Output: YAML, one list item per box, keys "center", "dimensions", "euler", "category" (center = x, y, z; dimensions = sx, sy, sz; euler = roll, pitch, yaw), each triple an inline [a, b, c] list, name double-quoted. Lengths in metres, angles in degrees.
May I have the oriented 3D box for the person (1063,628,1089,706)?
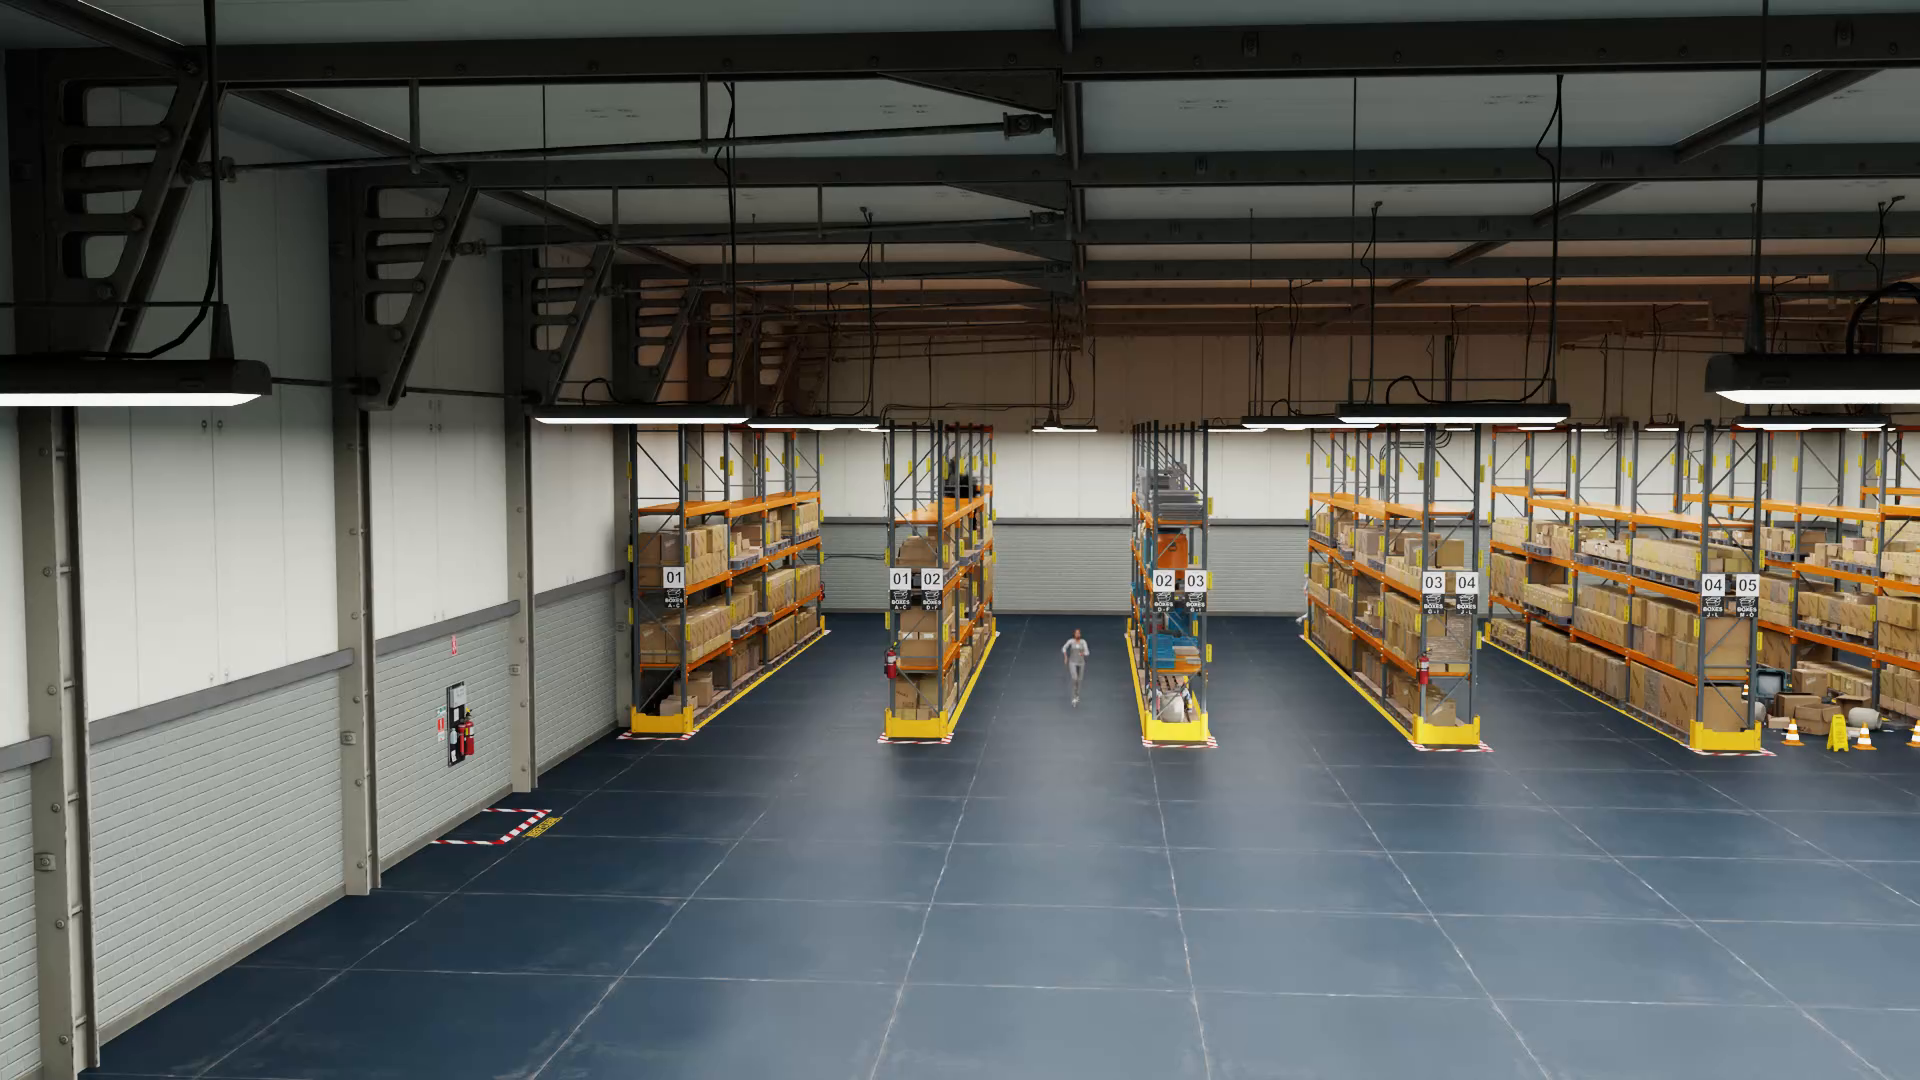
- center: [2.471, 2.688, 35.310]
  dimensions: [0.503, 1.644, 0.710]
  euler: [-1, 4, -10]
  category: "person"

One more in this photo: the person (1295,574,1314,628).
- center: [10.140, 1.801, 48.119]
  dimensions: [0.868, 1.760, 0.669]
  euler: [1, 4, 18]
  category: "person"

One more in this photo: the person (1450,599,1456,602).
- center: [13.452, 1.940, 46.399]
  dimensions: [0.750, 1.710, 0.828]
  euler: [3, 5, 42]
  category: "person"
